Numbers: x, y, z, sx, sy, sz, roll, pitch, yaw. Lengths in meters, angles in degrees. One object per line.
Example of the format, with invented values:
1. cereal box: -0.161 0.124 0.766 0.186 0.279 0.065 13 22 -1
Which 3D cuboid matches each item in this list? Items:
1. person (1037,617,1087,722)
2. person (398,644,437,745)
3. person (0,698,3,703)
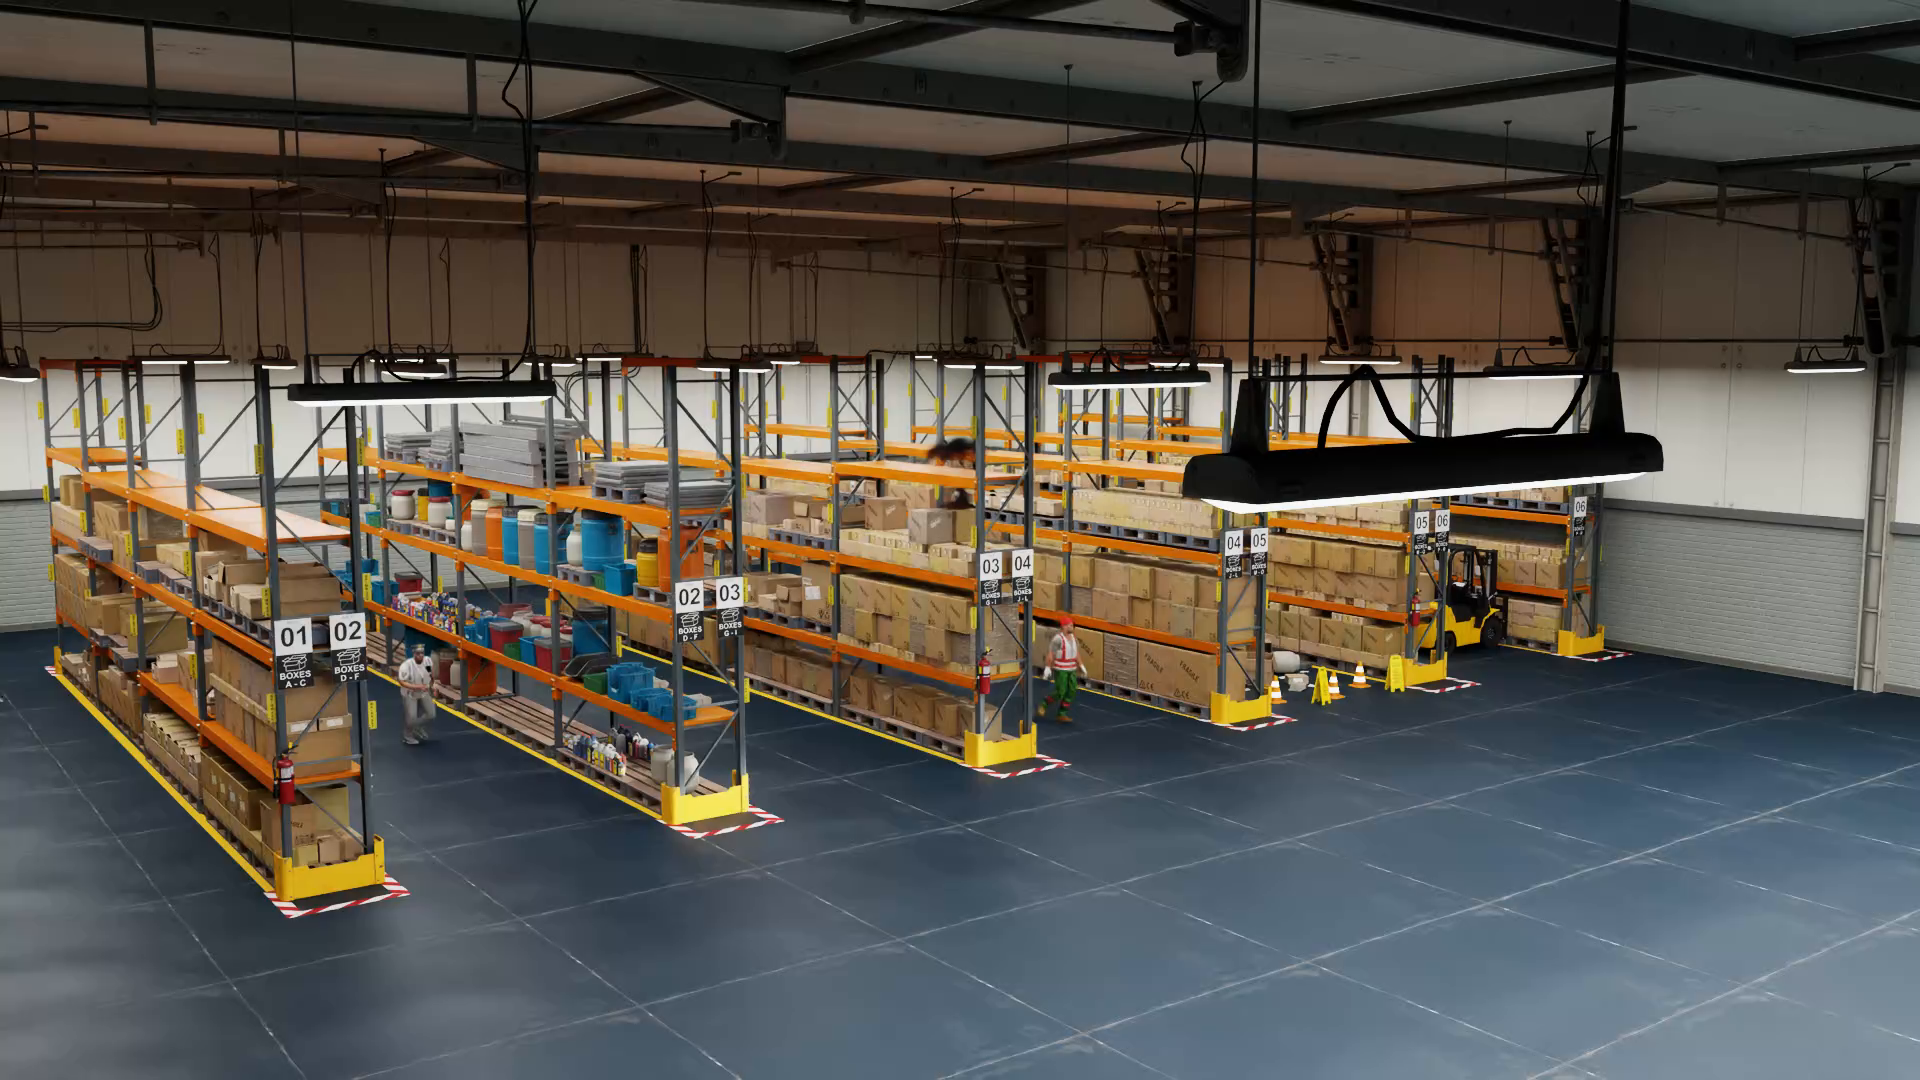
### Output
1. person: 1.674 2.143 27.628 0.772 1.746 0.582 -6 9 -39
2. person: -8.461 2.405 25.970 0.794 1.645 0.666 6 9 42
3. person: -17.161 2.029 29.195 0.950 1.640 0.575 5 9 38
